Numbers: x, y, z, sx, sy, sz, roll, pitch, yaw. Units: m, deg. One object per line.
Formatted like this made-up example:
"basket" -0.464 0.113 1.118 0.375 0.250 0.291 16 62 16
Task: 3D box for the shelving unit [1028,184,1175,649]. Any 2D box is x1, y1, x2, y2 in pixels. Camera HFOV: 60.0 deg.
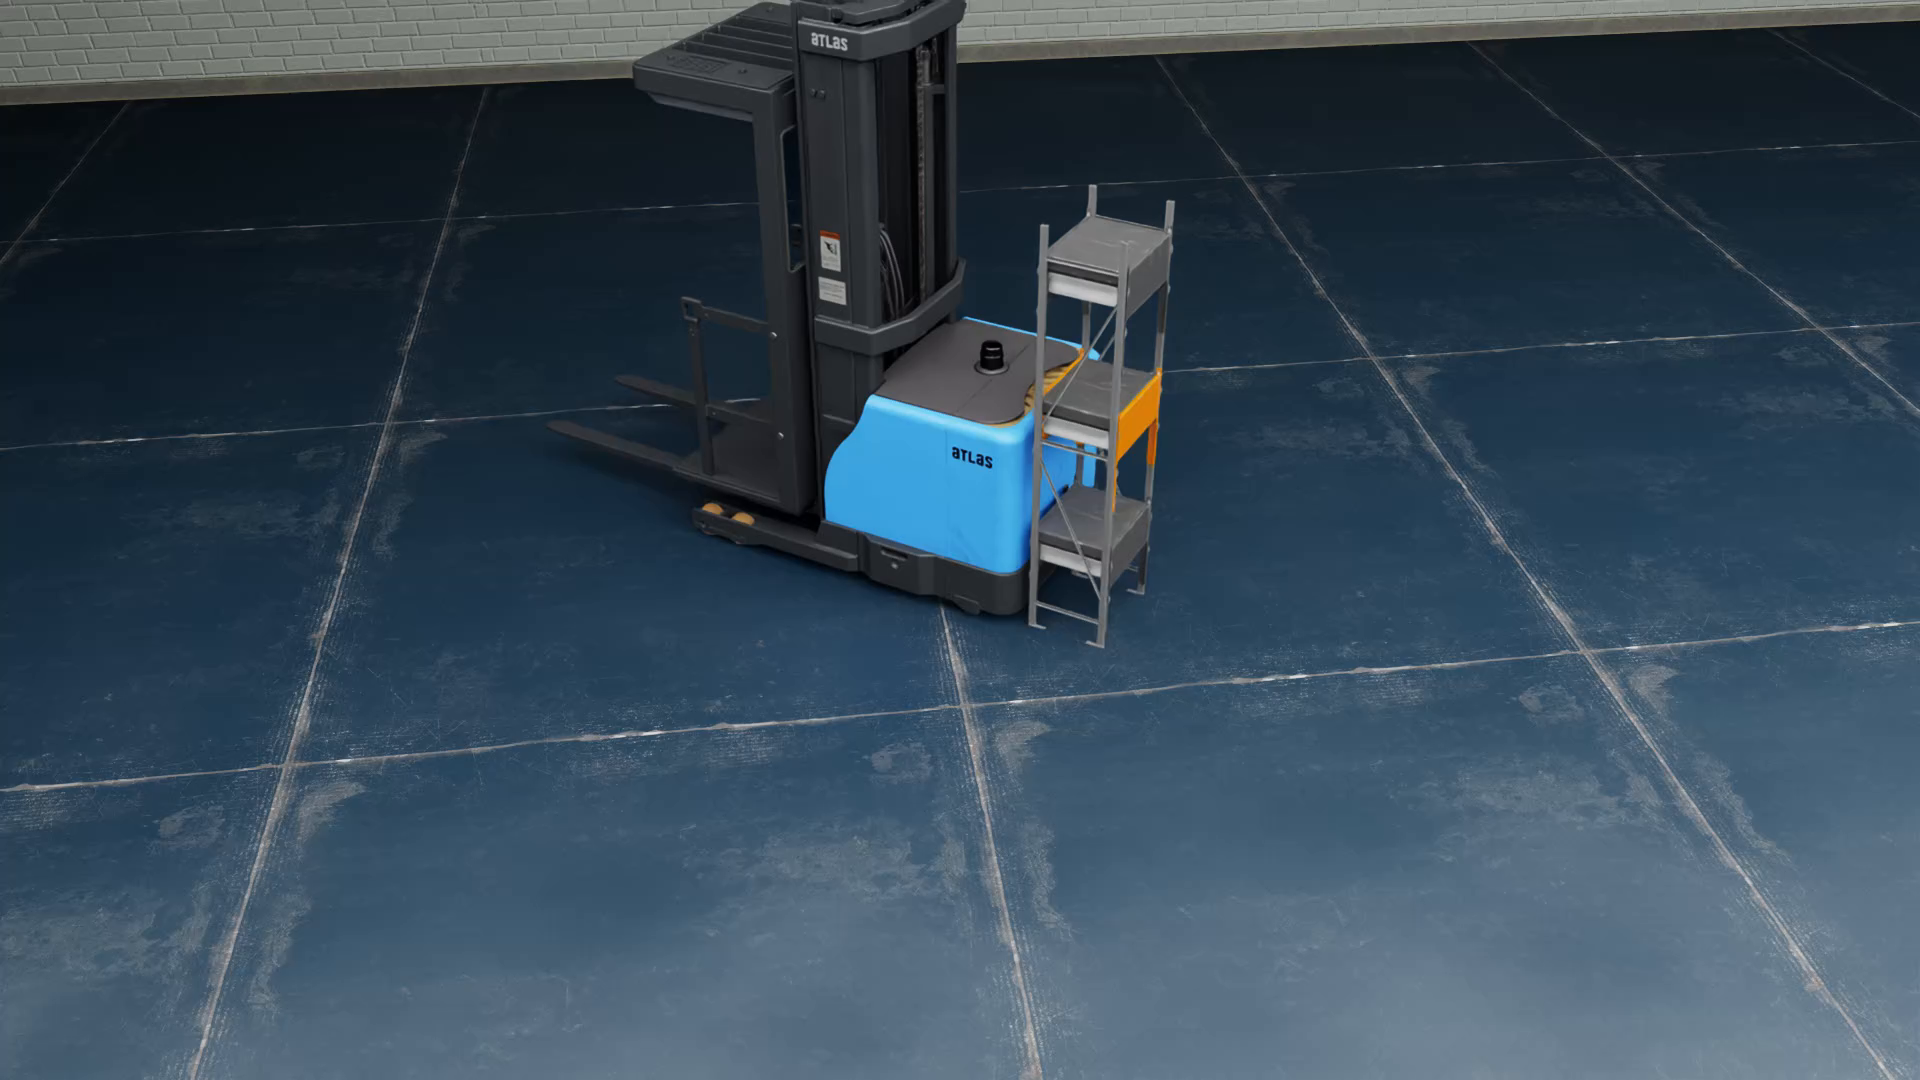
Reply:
"shelving unit" 0.630 -0.520 7.649 0.431 2.100 0.503 17 38 23

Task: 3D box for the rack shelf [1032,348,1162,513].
"rack shelf" 0.630 -0.509 7.656 0.431 0.518 0.480 17 38 23

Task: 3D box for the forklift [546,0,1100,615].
"forklift" -0.830 -1.429 8.244 3.031 2.935 1.130 17 38 23

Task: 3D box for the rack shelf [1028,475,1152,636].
"rack shelf" 0.630 0.070 8.050 0.431 0.518 0.480 17 38 23

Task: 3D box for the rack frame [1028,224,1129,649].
"rack frame" 0.514 -0.399 7.471 0.400 2.100 0.015 17 38 23

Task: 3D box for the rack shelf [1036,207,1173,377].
"rack shelf" 0.630 -1.087 7.262 0.431 0.518 0.480 17 38 23

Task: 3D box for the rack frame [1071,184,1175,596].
"rack frame" 0.746 -0.641 7.826 0.400 2.100 0.015 17 38 23
